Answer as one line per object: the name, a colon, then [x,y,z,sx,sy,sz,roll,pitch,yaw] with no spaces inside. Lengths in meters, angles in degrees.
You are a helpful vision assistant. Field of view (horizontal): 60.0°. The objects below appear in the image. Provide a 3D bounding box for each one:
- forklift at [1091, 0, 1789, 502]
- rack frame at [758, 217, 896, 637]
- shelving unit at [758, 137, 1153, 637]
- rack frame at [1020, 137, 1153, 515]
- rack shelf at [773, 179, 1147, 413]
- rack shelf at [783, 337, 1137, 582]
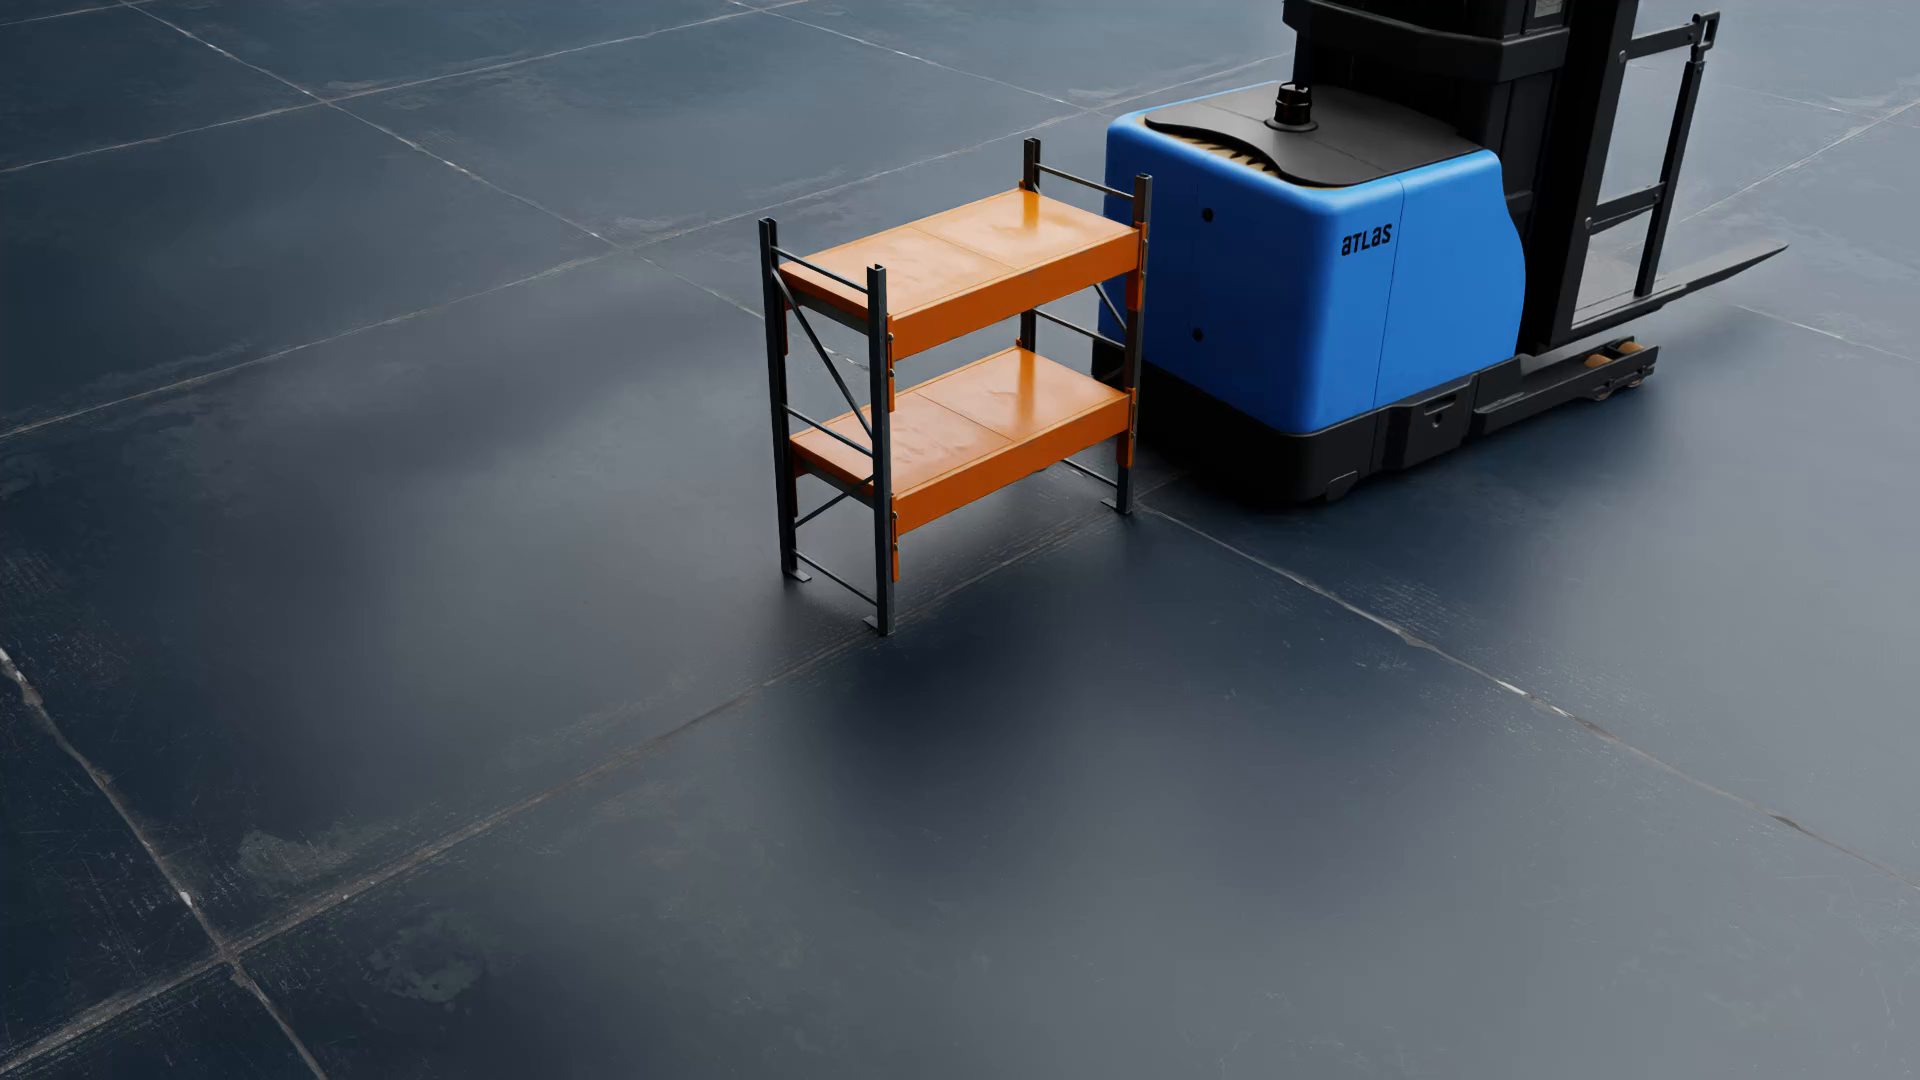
forklift: [1.968,-1.964,5.653,3.031,2.935,1.130,-20,37,-29]
rack frame: [-0.368,-0.302,4.666,0.032,1.125,0.500,-26,40,-35]
shelving unit: [0.005,-0.482,4.960,1.048,1.125,0.538,-26,40,-35]
rack frame: [0.378,-0.663,5.255,0.032,1.125,0.500,-26,40,-35]
rack shelf: [0.005,-0.732,4.808,1.000,0.278,0.538,-26,40,-35]
rack shelf: [0.005,-0.274,5.088,1.000,0.278,0.538,-26,40,-35]
